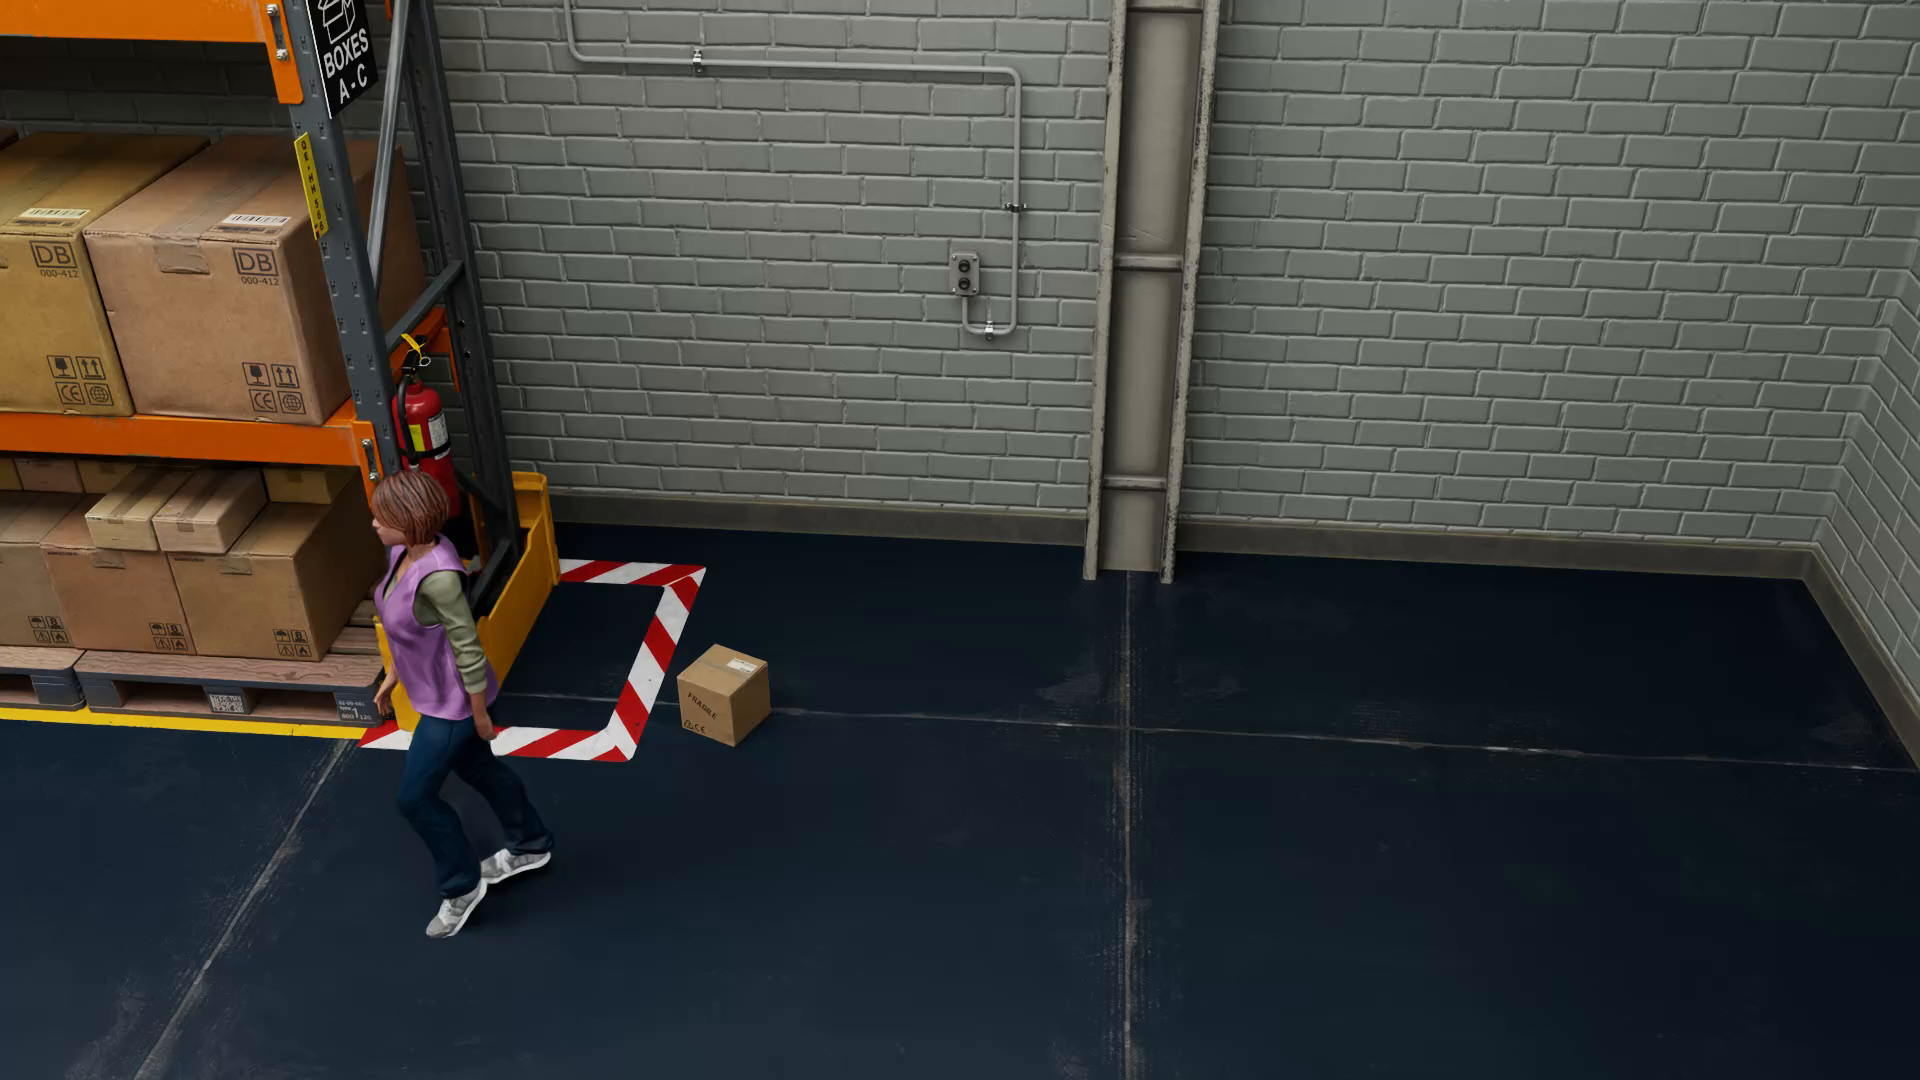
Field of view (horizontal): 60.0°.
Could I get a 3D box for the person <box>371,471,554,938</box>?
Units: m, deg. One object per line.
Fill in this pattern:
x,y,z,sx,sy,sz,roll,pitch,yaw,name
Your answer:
-1.640,0.518,5.350,0.488,1.638,0.419,-15,35,-22,person
